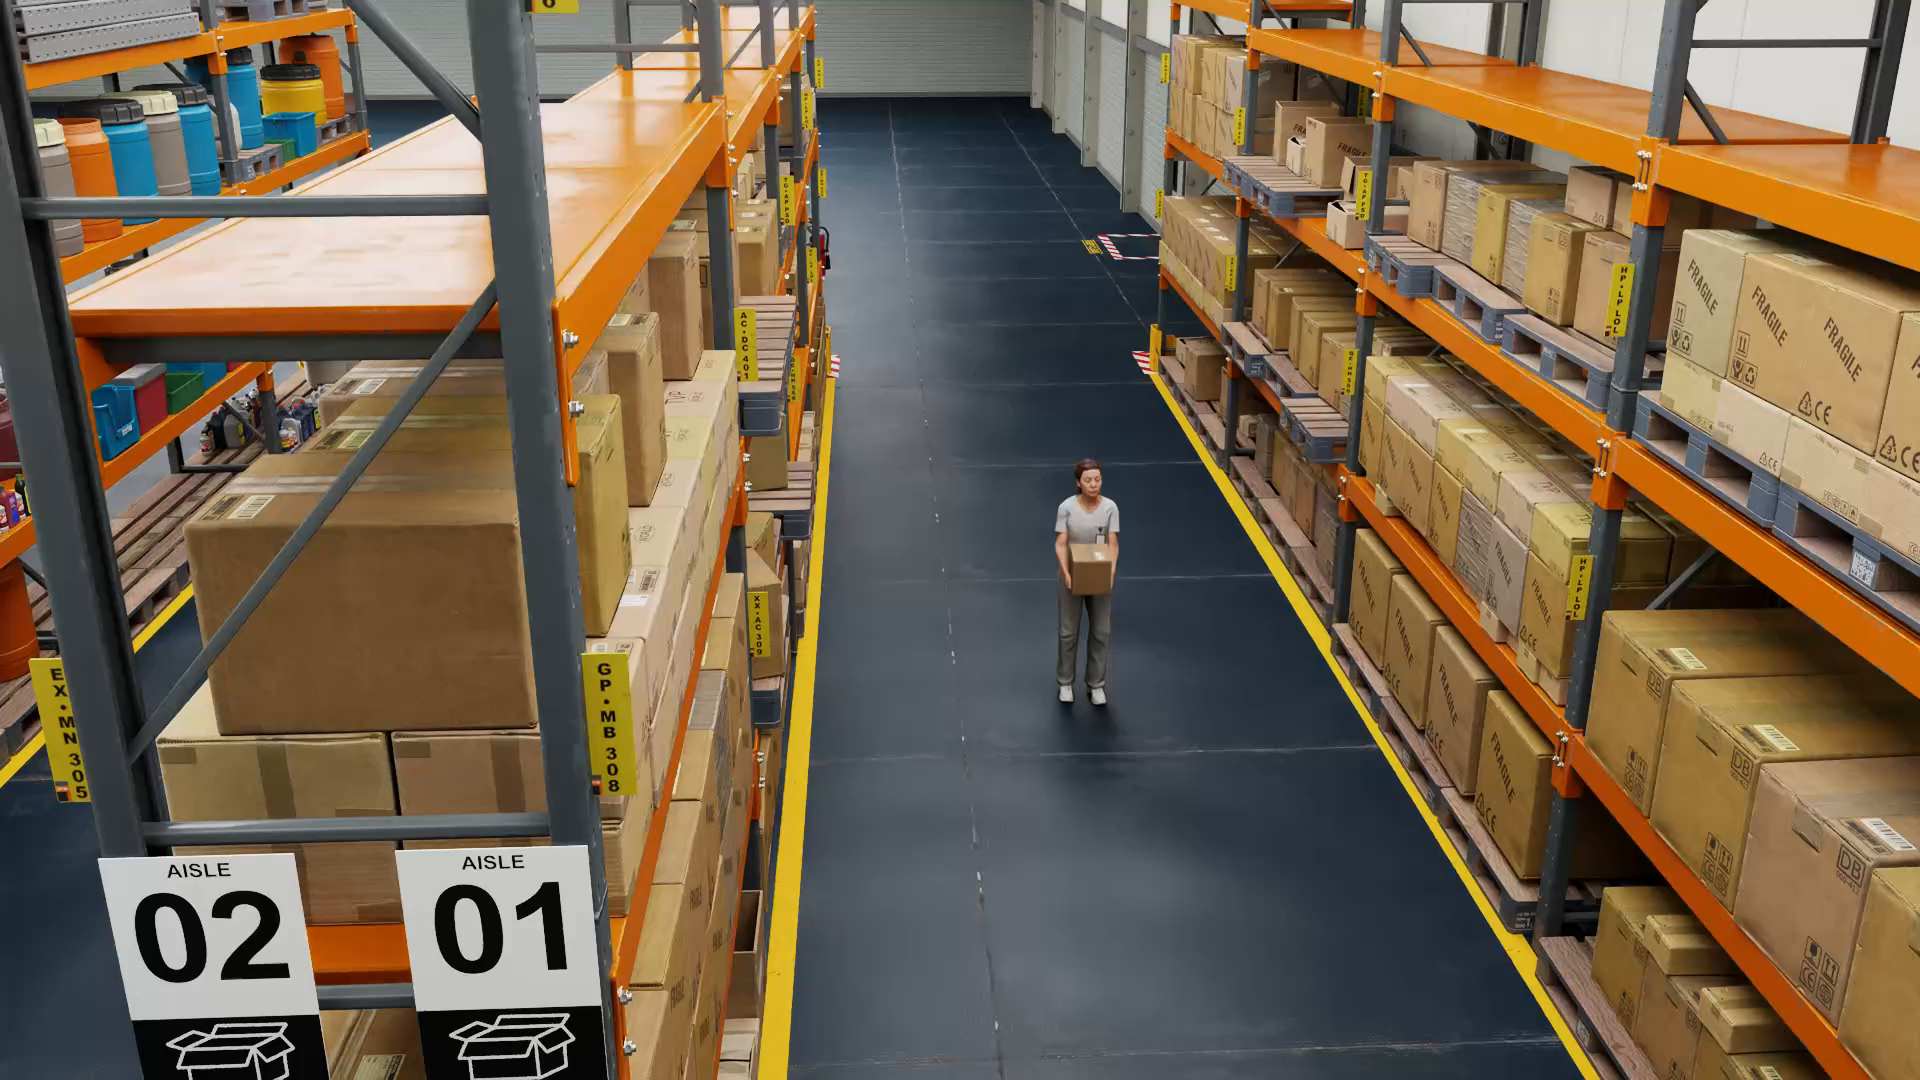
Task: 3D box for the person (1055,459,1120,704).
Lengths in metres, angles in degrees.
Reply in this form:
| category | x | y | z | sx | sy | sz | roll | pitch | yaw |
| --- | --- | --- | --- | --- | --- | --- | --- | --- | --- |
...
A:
| category | x | y | z | sx | sy | sz | roll | pitch | yaw |
| --- | --- | --- | --- | --- | --- | --- | --- | --- | --- |
| person | 0.847 | 0.295 | 11.134 | 0.436 | 1.663 | 0.554 | -1 | 20 | -2 |
